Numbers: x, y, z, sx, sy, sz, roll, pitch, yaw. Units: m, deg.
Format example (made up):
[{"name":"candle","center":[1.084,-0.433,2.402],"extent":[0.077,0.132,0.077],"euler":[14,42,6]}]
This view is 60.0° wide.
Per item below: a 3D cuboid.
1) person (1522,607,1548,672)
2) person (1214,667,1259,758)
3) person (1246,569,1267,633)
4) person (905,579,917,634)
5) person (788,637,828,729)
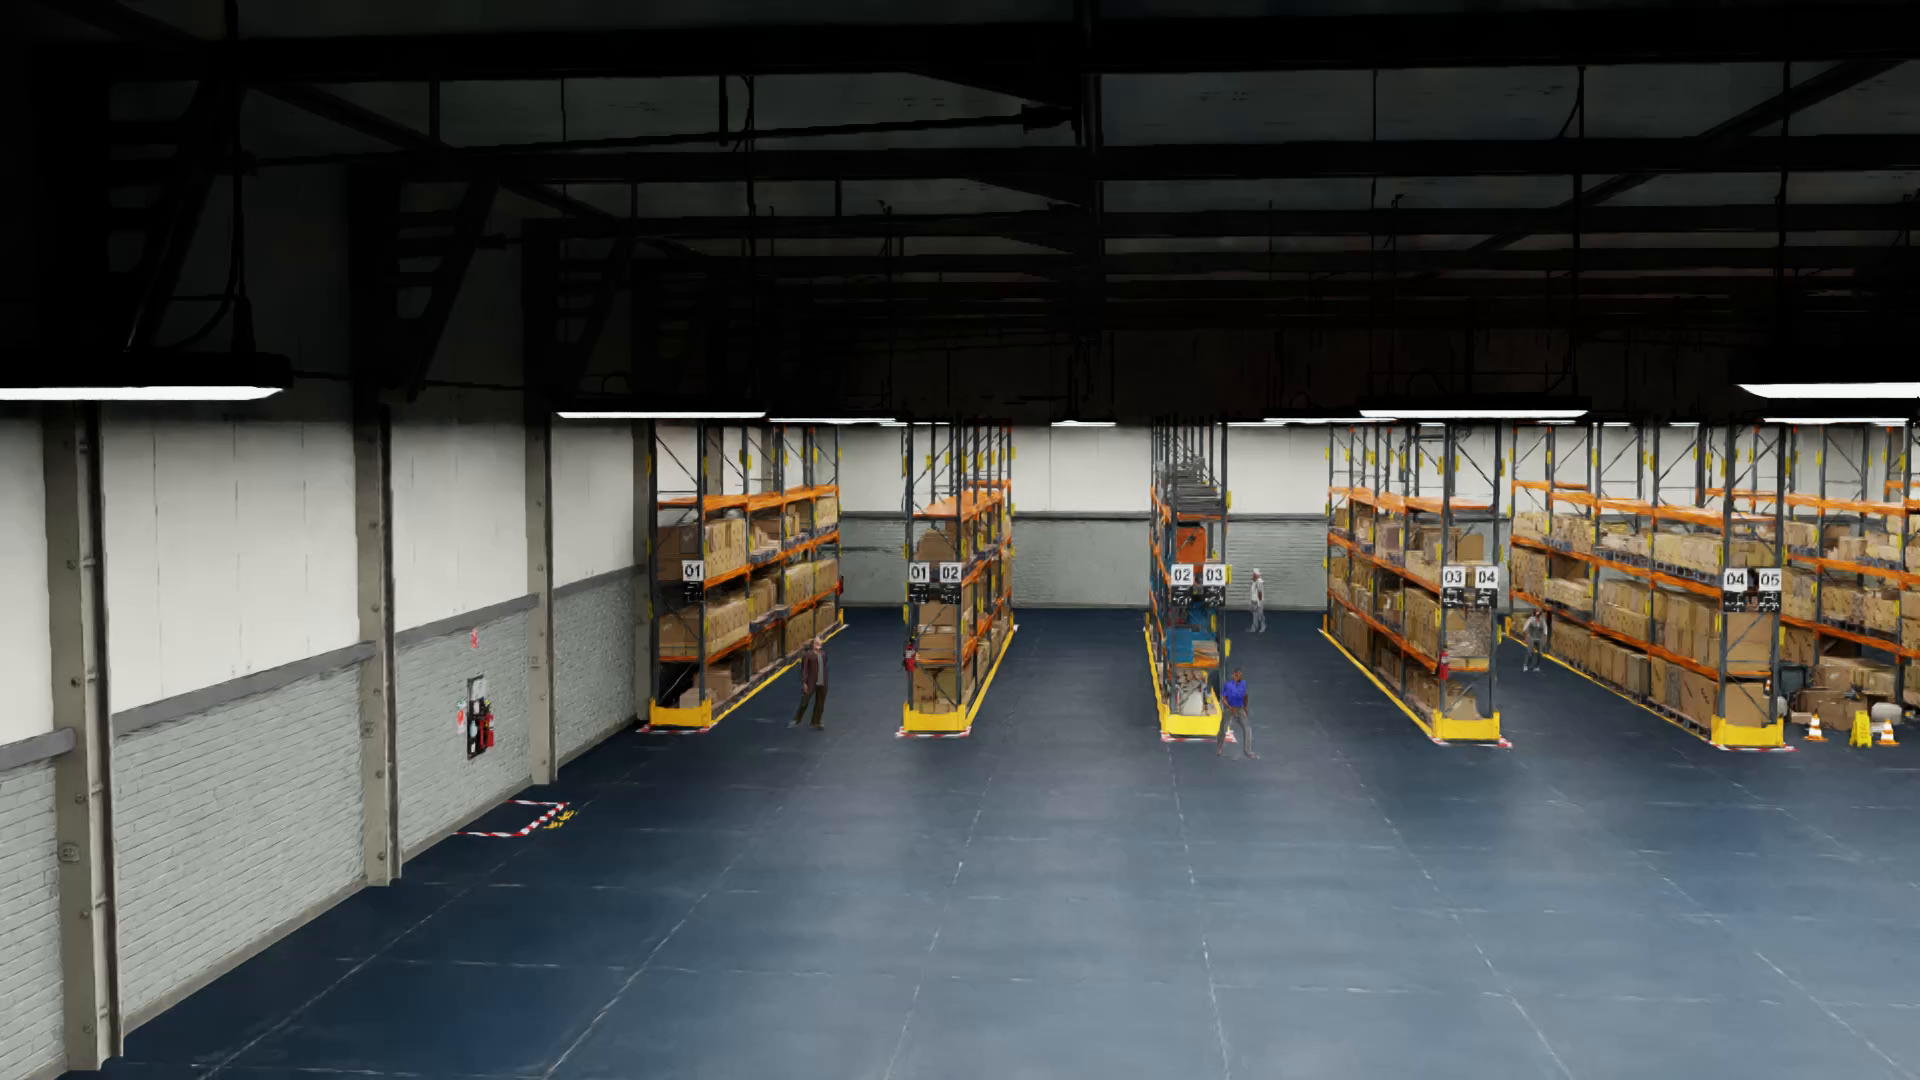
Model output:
[{"name":"person","center":[13.500,2.340,39.052],"extent":[0.566,1.526,0.519],"euler":[0,4,3]},{"name":"person","center":[4.789,2.971,28.941],"extent":[0.621,1.588,0.828],"euler":[-1,4,-12]},{"name":"person","center":[8.315,1.693,46.578],"extent":[0.515,1.787,0.664],"euler":[0,4,-2]},{"name":"person","center":[-1.301,1.707,46.296],"extent":[0.468,1.770,0.640],"euler":[-1,4,-11]},{"name":"person","center":[-2.871,2.714,31.567],"extent":[0.786,1.768,0.525],"euler":[-3,5,-35]}]
